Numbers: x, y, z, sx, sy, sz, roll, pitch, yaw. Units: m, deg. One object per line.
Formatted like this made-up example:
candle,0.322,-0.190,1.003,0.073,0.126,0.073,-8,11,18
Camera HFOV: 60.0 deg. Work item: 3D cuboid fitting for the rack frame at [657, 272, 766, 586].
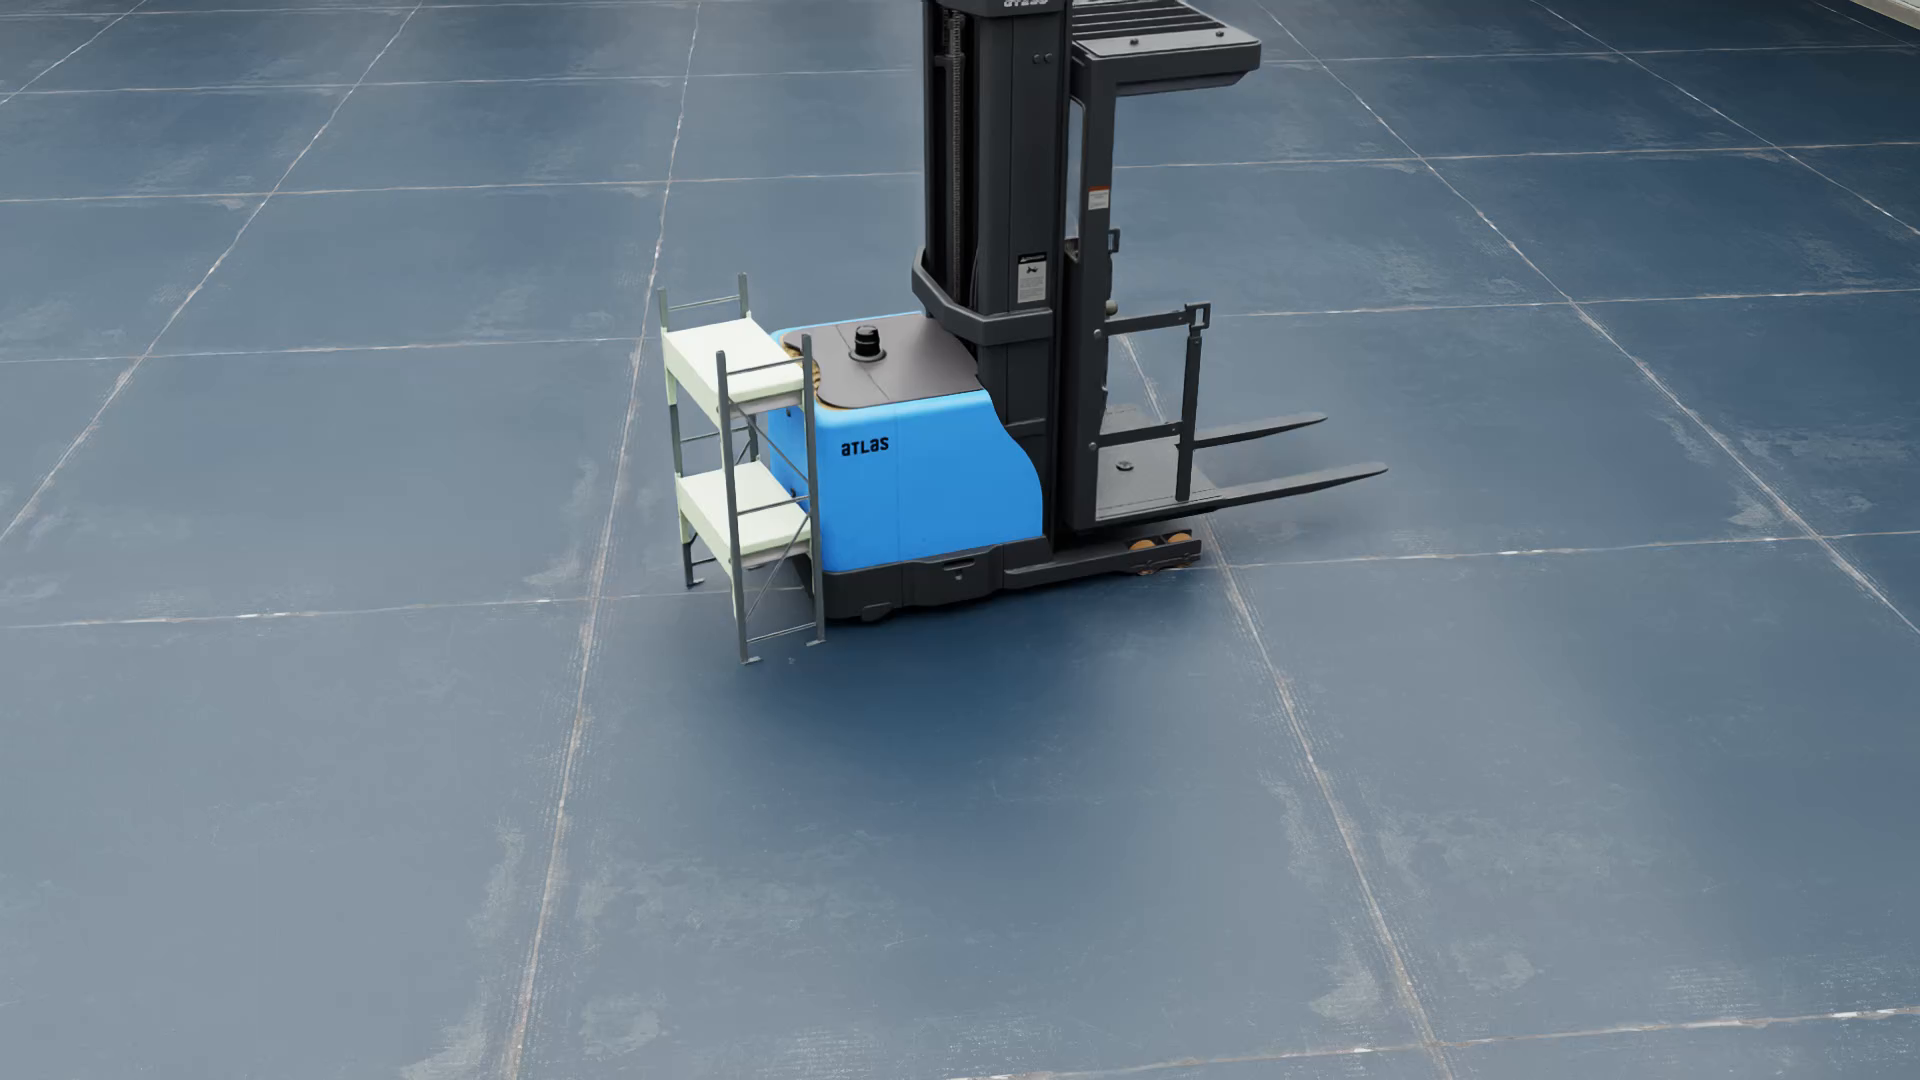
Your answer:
rack frame,-1.119,-0.478,7.585,0.400,1.500,0.023,-14,34,-23

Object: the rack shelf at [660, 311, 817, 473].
rack shelf,-0.951,-0.646,7.106,0.431,0.370,0.720,-14,34,-23

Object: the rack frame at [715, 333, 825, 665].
rack frame,-0.787,-0.143,7.025,0.400,1.500,0.023,-14,34,-23

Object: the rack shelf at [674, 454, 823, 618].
rack shelf,-0.954,-0.030,7.472,0.431,0.370,0.720,-14,34,-23

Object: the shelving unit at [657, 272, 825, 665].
shelving unit,-0.953,-0.310,7.305,0.431,1.500,0.755,-14,34,-23

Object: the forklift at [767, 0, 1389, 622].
forklift,0.638,-1.334,7.626,3.031,2.935,1.130,-10,32,-16
